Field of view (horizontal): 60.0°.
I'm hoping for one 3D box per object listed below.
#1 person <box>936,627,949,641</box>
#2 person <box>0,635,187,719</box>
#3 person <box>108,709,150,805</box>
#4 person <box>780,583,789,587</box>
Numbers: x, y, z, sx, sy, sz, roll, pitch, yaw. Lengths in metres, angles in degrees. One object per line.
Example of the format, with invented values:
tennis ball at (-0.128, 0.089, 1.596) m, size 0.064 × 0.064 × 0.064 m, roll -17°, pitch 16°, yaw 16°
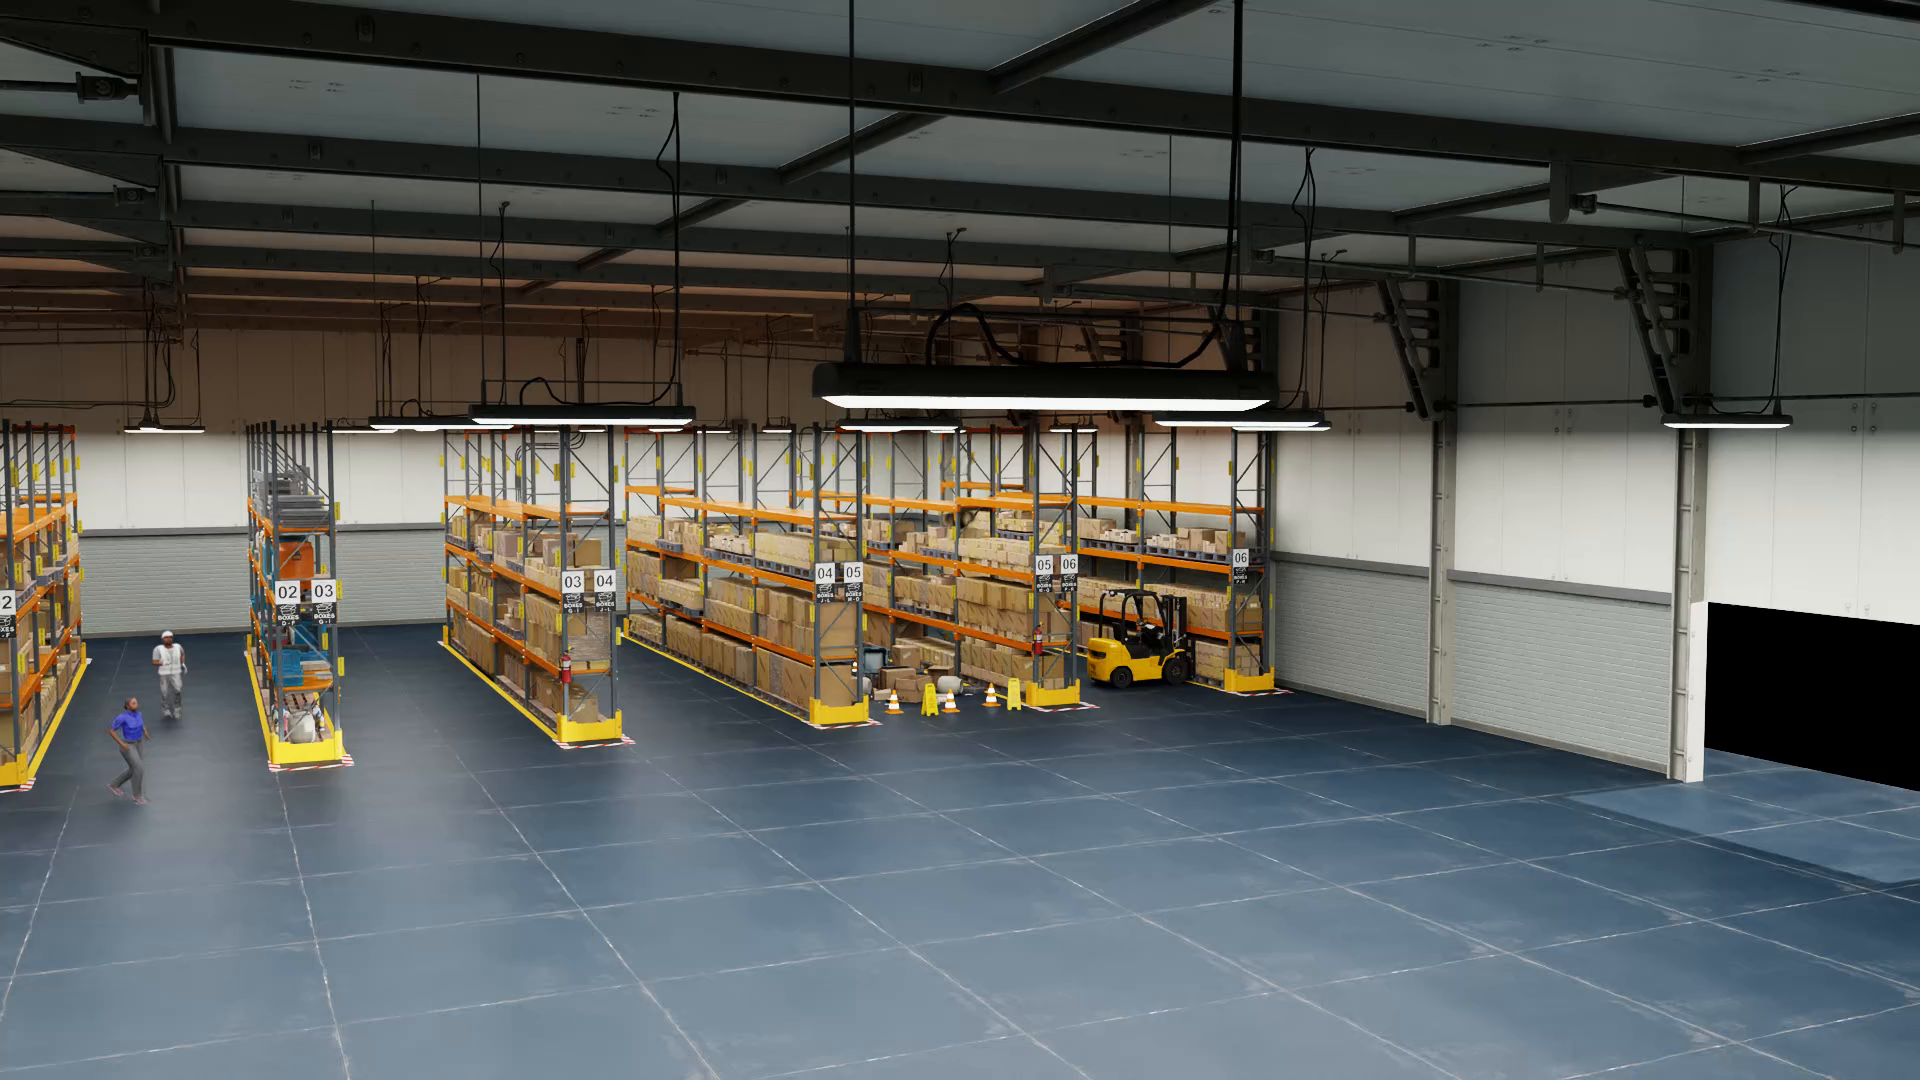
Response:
person at (-0.378, 2.064, 44.935) m, size 0.748 × 1.724 × 0.584 m, roll -2°, pitch 4°, yaw -25°
person at (-15.966, 2.831, 30.768) m, size 3.839 × 1.947 × 5.377 m, roll -2°, pitch 4°, yaw -34°
person at (-12.983, 3.384, 25.979) m, size 0.748 × 1.506 × 0.563 m, roll 1°, pitch 4°, yaw 12°
person at (-5.364, 1.738, 50.961) m, size 0.663 × 1.674 × 0.675 m, roll -1°, pitch 4°, yaw -12°
